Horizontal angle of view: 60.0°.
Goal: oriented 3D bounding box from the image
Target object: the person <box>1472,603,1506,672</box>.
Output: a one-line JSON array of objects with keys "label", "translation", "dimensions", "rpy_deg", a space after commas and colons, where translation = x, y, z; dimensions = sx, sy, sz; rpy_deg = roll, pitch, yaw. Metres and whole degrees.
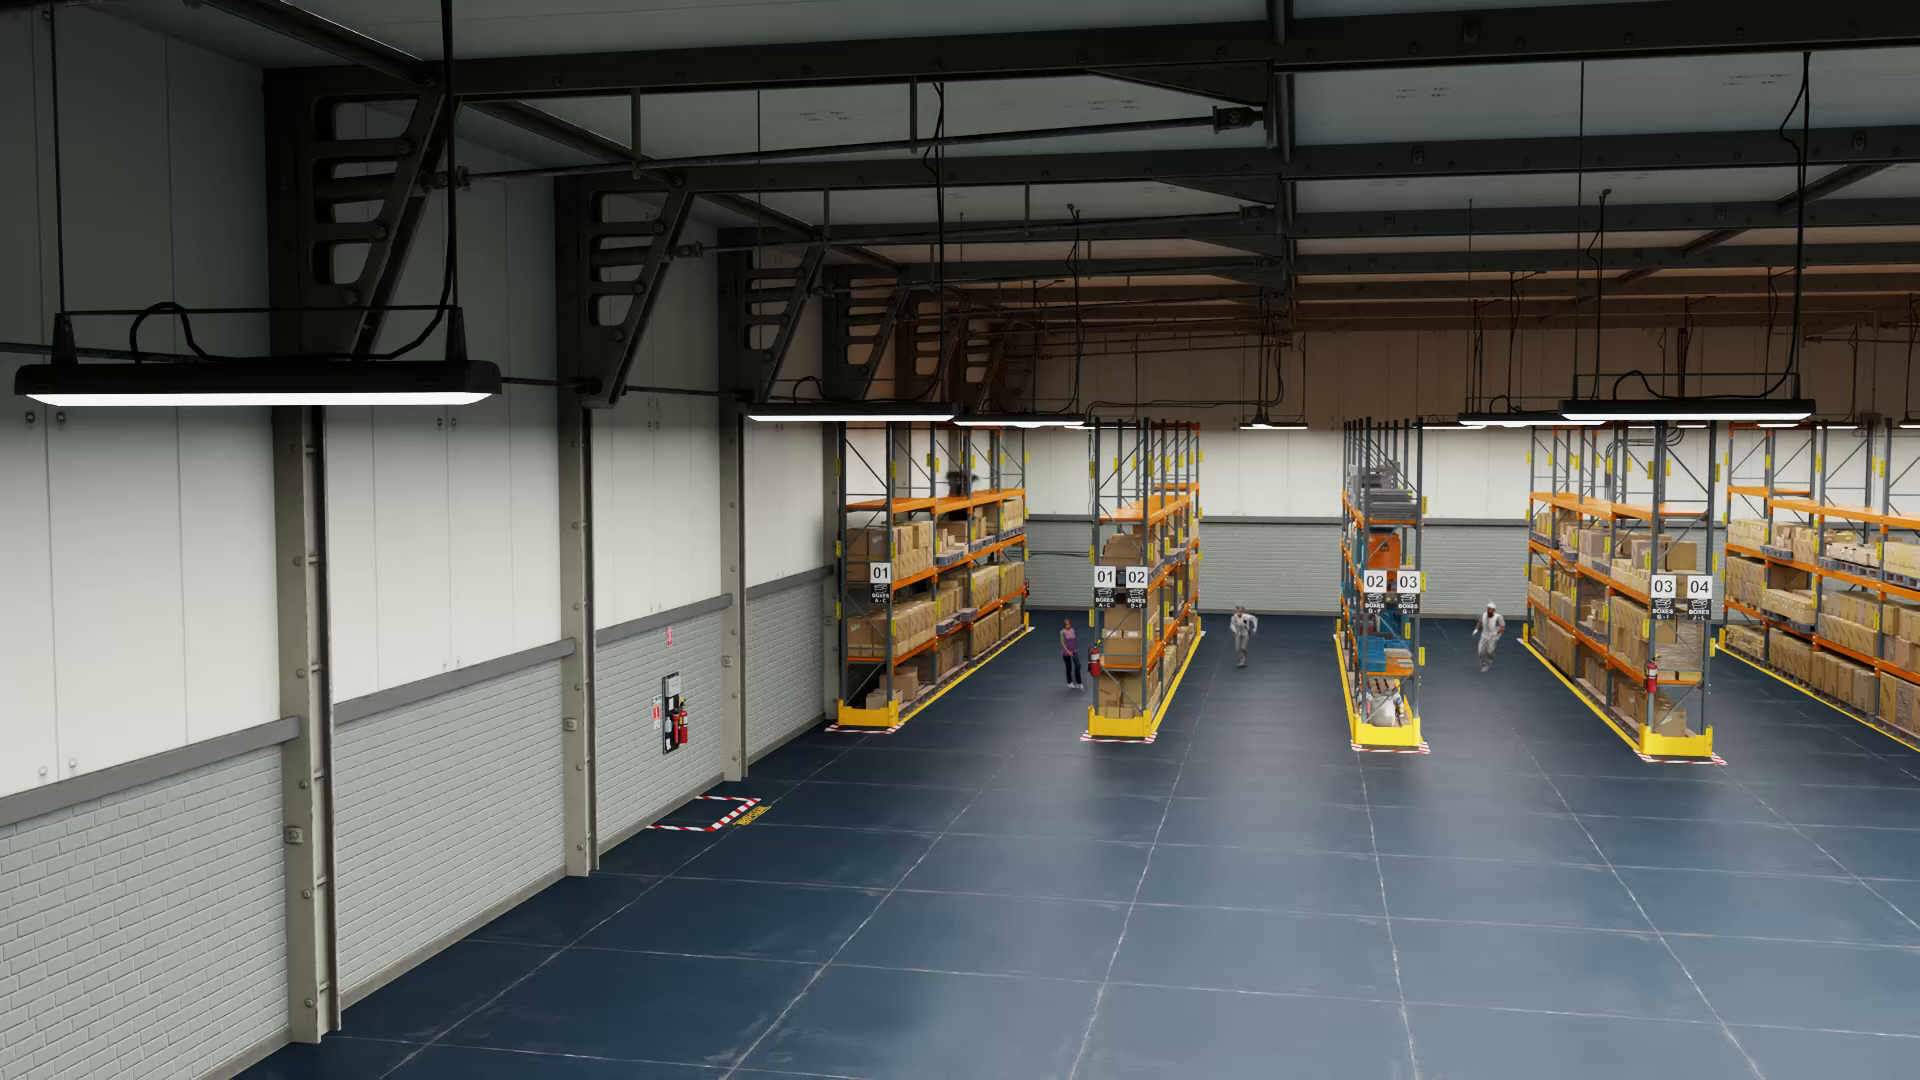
[{"label": "person", "translation": [12.659, 2.327, 39.711], "dimensions": [0.776, 1.678, 0.546], "rpy_deg": [3, 5, 36]}]

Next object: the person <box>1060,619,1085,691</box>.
[{"label": "person", "translation": [2.448, 2.542, 36.878], "dimensions": [0.529, 1.588, 0.619], "rpy_deg": [-1, 4, -19]}]

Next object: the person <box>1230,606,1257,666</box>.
[{"label": "person", "translation": [6.892, 2.340, 40.462], "dimensions": [0.640, 1.513, 0.778], "rpy_deg": [1, 4, 18]}]
